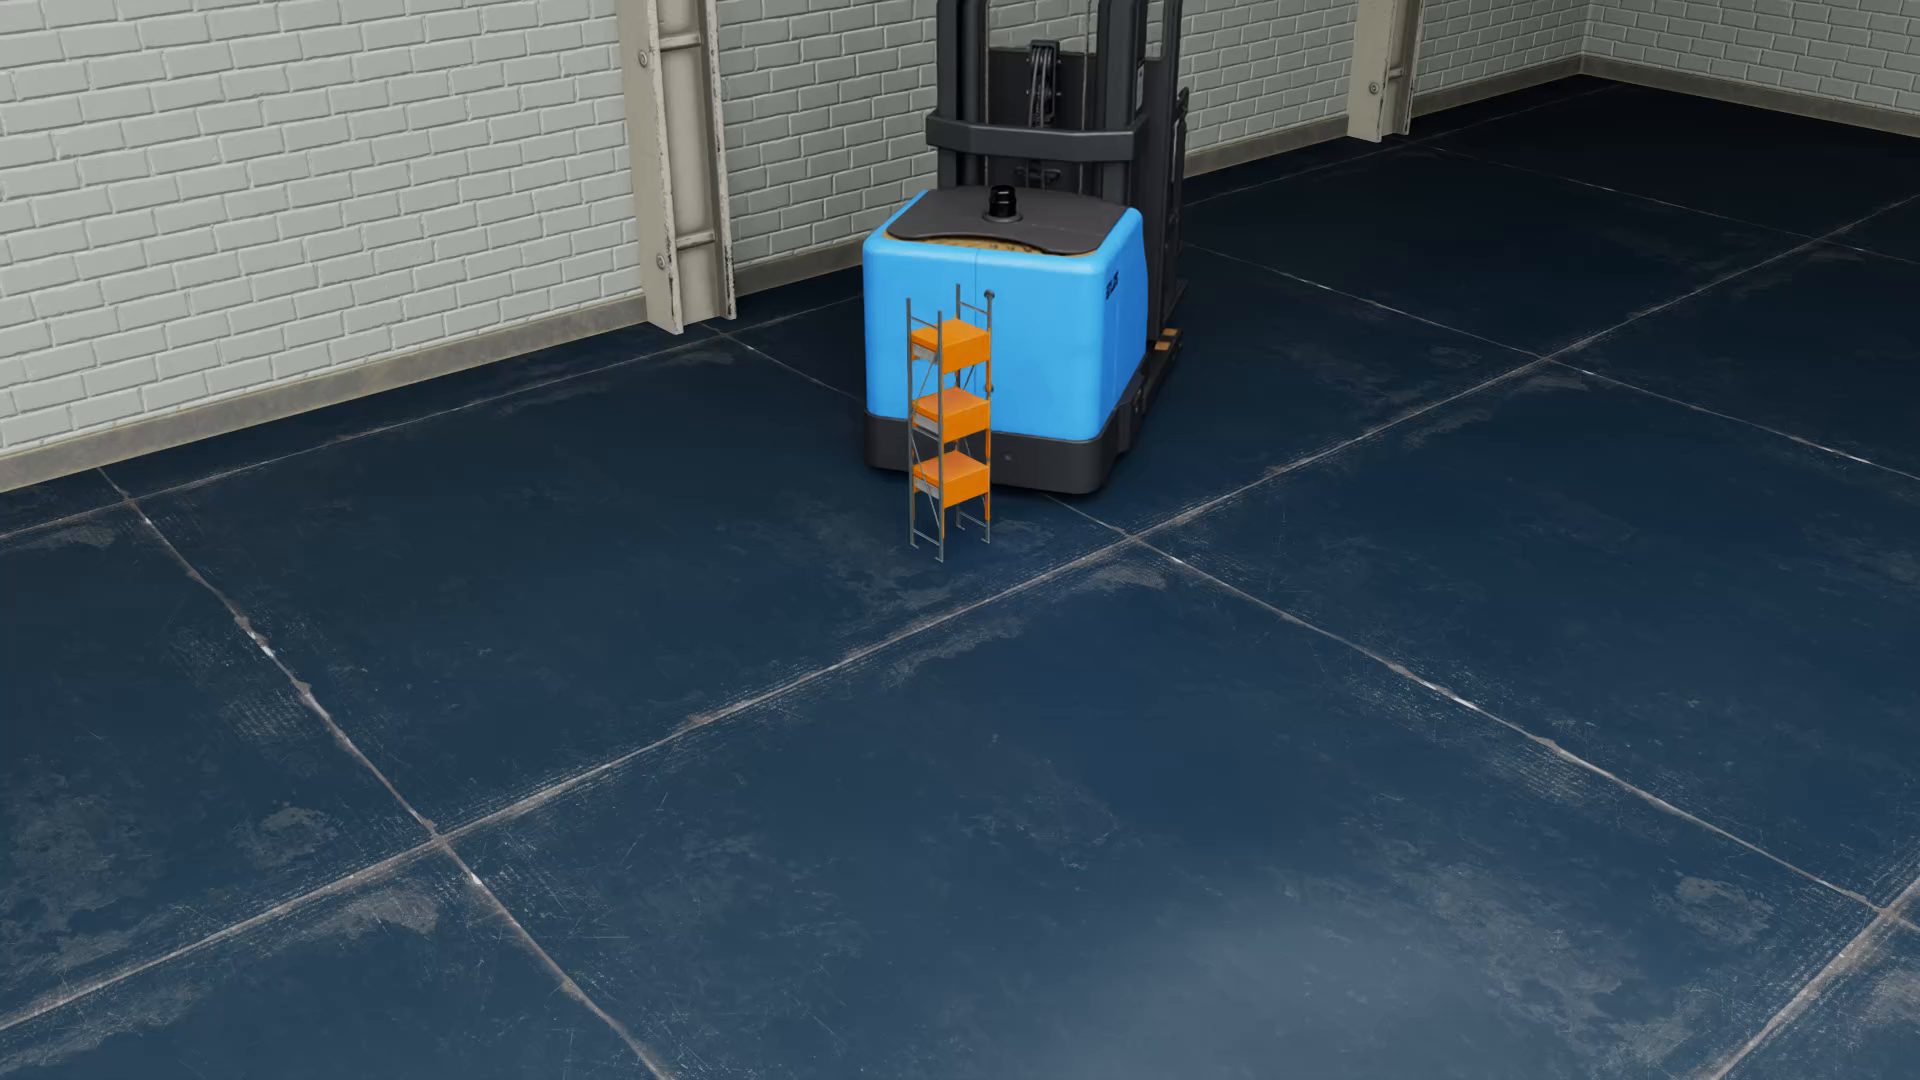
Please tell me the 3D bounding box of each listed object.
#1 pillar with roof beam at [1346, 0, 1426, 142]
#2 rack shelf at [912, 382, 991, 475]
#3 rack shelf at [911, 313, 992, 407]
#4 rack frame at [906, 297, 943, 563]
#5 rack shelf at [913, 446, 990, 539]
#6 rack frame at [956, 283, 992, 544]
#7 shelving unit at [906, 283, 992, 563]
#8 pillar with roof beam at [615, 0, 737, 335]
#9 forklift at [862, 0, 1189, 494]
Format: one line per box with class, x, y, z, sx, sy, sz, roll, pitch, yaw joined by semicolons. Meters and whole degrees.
pillar with roof beam;5.905;-5.459;7.418;0.400;9.000;9.100;-22;35;-35
rack shelf;-0.041;-0.437;6.477;0.240;0.259;0.215;-22;35;-35
rack shelf;-0.041;-0.688;6.343;0.240;0.259;0.215;-22;35;-35
rack frame;-0.133;-0.409;6.402;0.008;1.050;0.200;-22;35;-35
rack shelf;-0.041;-0.192;6.608;0.240;0.259;0.215;-22;35;-35
rack frame;0.052;-0.484;6.542;0.008;1.050;0.200;-22;35;-35
shelving unit;-0.041;-0.447;6.472;0.252;1.050;0.215;-22;35;-35
pillar with roof beam;1.341;-3.624;3.983;0.400;9.000;9.100;-22;35;-35
forklift;0.506;-2.163;7.687;1.130;2.935;3.031;8;29;15
